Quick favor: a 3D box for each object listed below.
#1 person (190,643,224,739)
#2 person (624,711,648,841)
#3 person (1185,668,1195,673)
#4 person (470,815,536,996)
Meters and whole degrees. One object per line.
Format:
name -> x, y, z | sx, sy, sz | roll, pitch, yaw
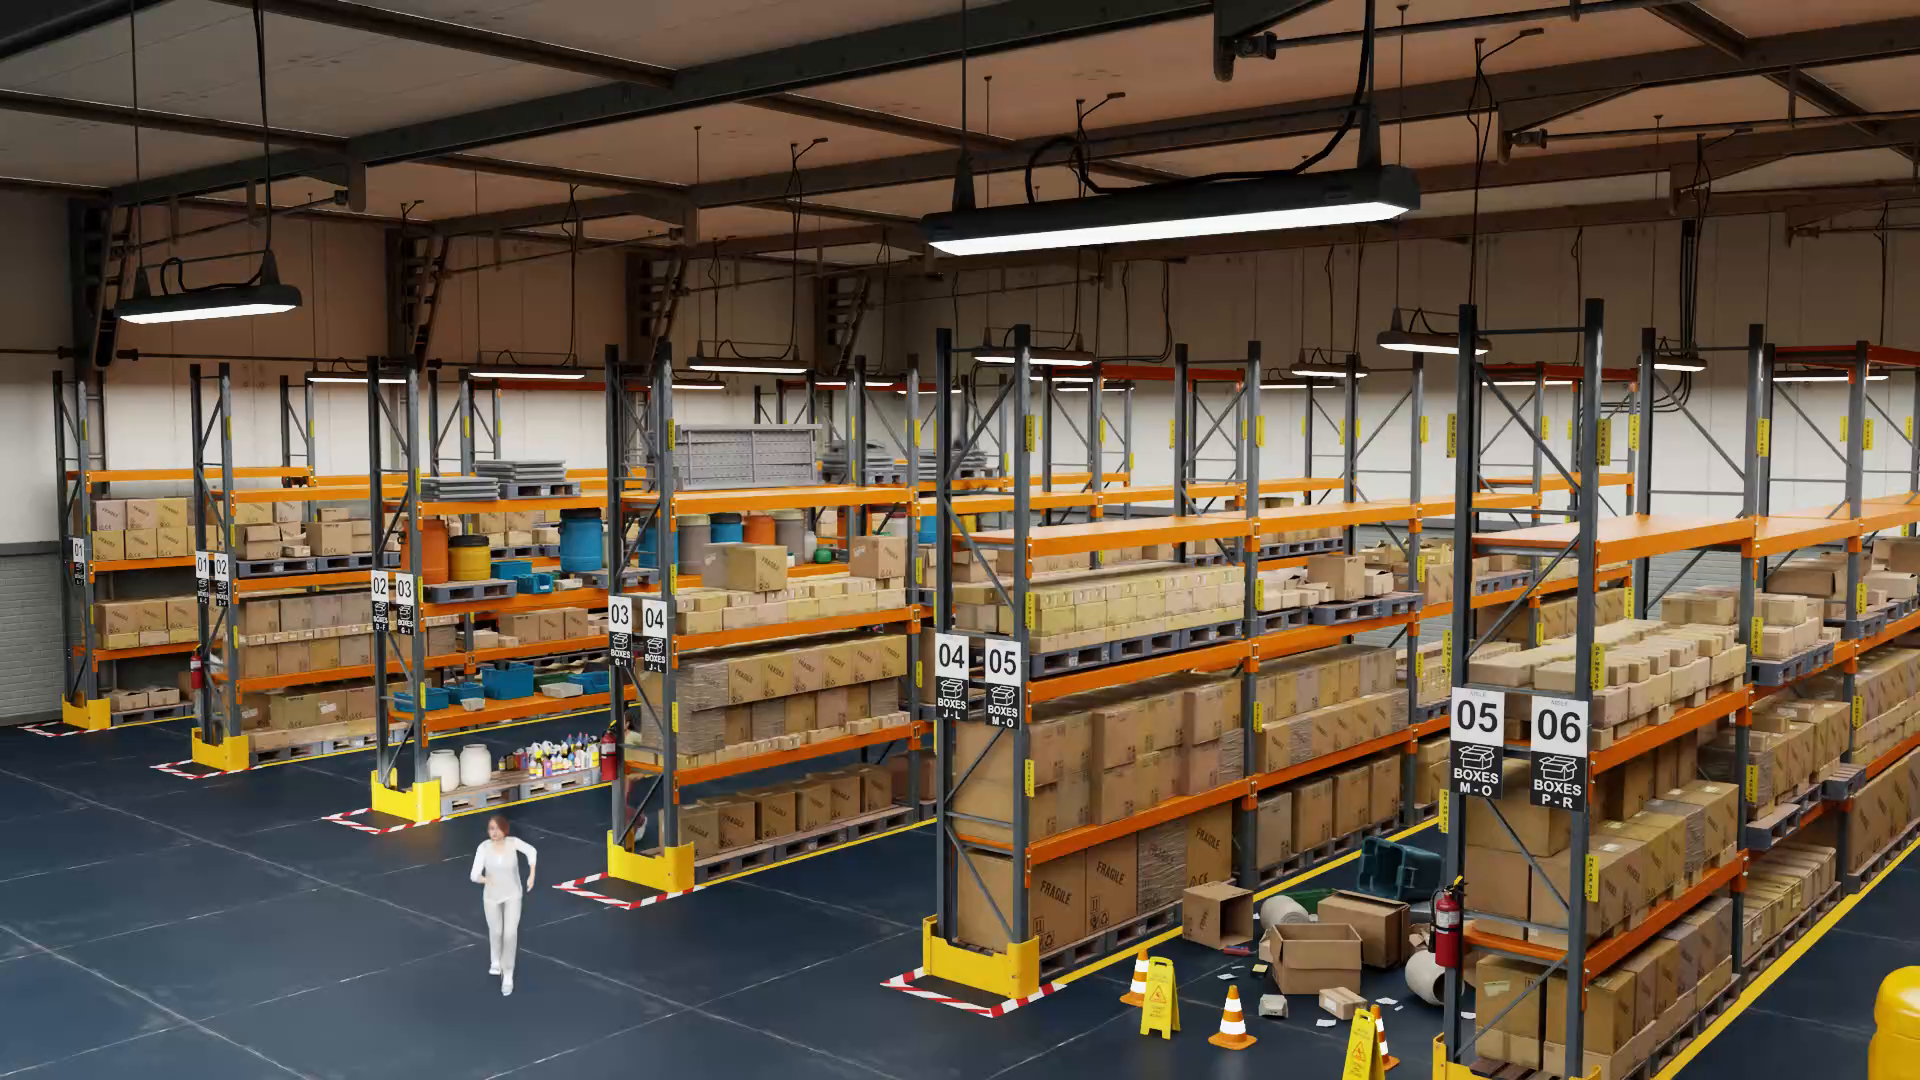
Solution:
person -> -11.847, 2.407, 26.331 | 0.686, 1.753, 0.648 | 3, 5, 34
person -> -4.075, 2.889, 20.177 | 0.602, 1.639, 0.544 | 3, 5, 38
person -> 3.281, 2.528, 23.995 | 0.727, 1.760, 1.035 | 3, 5, 39
person -> -4.139, 3.278, 15.093 | 0.547, 1.613, 0.822 | -1, 4, -8
